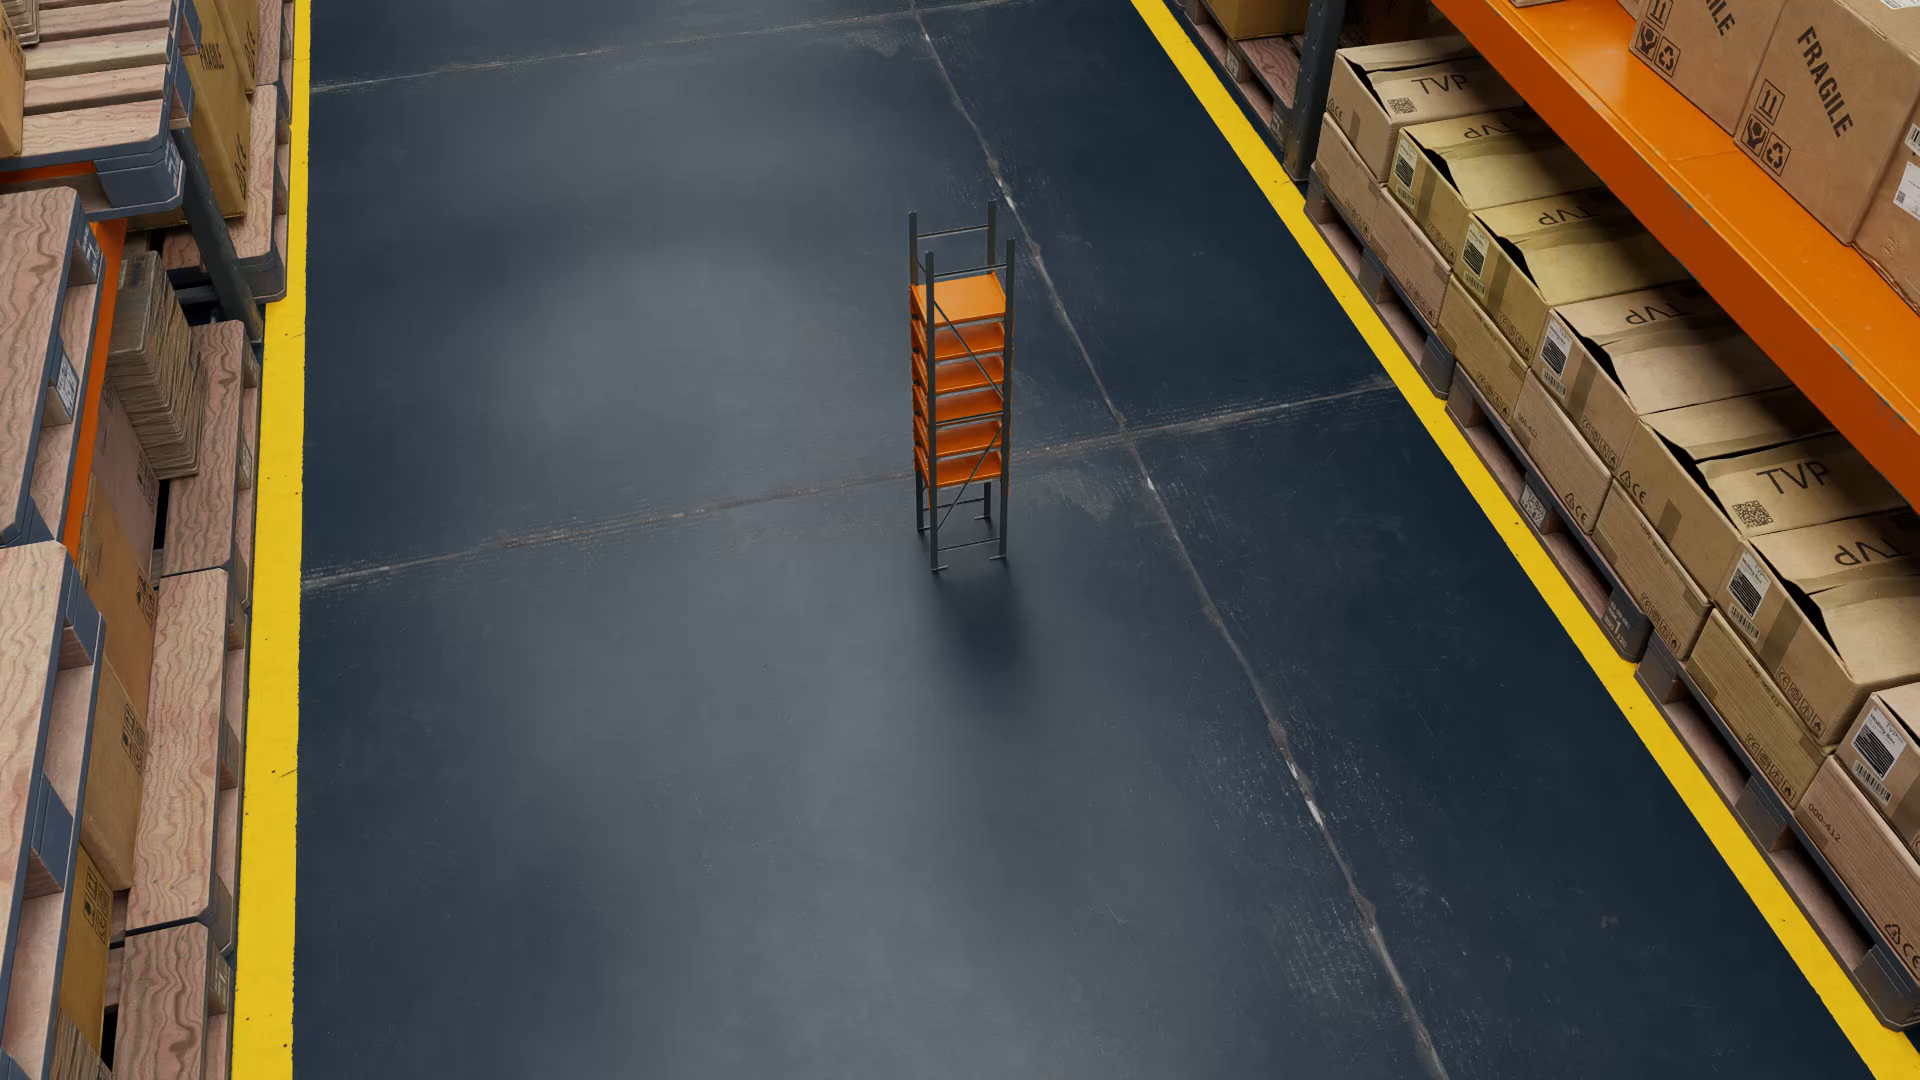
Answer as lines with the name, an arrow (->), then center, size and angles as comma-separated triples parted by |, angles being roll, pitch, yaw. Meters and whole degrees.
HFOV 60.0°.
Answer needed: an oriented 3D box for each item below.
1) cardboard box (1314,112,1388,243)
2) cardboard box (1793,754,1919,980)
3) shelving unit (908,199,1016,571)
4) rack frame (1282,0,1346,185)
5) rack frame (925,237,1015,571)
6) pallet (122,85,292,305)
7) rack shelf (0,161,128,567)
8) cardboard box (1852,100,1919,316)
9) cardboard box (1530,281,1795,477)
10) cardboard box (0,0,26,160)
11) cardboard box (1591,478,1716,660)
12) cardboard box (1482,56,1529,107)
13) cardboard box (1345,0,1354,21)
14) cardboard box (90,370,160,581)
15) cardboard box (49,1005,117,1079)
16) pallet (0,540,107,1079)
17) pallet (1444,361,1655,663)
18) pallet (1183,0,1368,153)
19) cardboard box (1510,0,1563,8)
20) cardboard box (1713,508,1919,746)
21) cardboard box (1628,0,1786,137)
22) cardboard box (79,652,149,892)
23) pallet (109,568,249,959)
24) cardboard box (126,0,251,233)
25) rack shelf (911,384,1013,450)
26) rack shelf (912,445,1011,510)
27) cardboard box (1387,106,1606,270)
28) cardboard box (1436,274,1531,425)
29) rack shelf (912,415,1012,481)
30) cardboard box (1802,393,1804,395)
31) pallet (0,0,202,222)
cardboard box -> 1.652, -1.374, 6.127 | 0.500, 0.250, 0.500 | -11, 47, -10
cardboard box -> 2.440, 0.739, 4.057 | 0.500, 0.250, 0.500 | -11, 47, -11
shelving unit -> 0.004, -0.410, 4.812 | 0.258, 1.200, 0.189 | -11, 47, -10
rack frame -> 1.802, -2.605, 5.702 | 1.000, 3.000, 0.127 | -11, 47, -10
rack frame -> 0.027, -0.347, 4.750 | 0.240, 1.200, 0.006 | -11, 47, -10
pallet -> -3.115, -1.278, 6.355 | 1.003, 0.211, 1.213 | -11, 47, -10
rack shelf -> -2.474, -0.064, 3.716 | 1.077, 0.370, 4.000 | -11, 47, -10
cardboard box -> 2.510, -0.775, 3.839 | 0.500, 0.500, 0.500 | -8, 46, -7
cardboard box -> 2.055, -0.502, 4.880 | 0.500, 0.311, 0.500 | -11, 47, -11
cardboard box -> -2.686, -1.182, 3.930 | 0.700, 0.500, 0.500 | -15, 47, -14
cardboard box -> 2.181, 0.036, 4.745 | 0.500, 0.250, 0.500 | -10, 46, -9
cardboard box -> 2.174, -1.669, 6.024 | 0.500, 0.311, 0.500 | -10, 46, -9
cardboard box -> 1.822, -2.611, 7.150 | 0.500, 0.500, 0.500 | -12, 47, -12
cardboard box -> -2.731, -0.111, 4.701 | 0.700, 0.500, 0.500 | -11, 47, -10
cardboard box -> -2.166, 1.281, 3.336 | 0.700, 0.500, 0.500 | -9, 46, -9
pallet -> -2.017, 0.578, 2.717 | 1.003, 0.211, 1.213 | -11, 47, -10
pallet -> 2.284, -0.212, 5.310 | 1.003, 0.211, 1.213 | -11, 47, -10
pallet -> 1.647, -2.151, 7.210 | 1.003, 0.211, 1.213 | -11, 47, -10
cardboard box -> 1.844, -1.921, 5.094 | 0.500, 0.311, 0.500 | -11, 47, -11
cardboard box -> 2.306, 0.191, 4.201 | 0.500, 0.311, 0.500 | -10, 46, -9
cardboard box -> 2.247, -1.484, 4.534 | 0.500, 0.500, 0.500 | -13, 47, -12
cardboard box -> -2.438, 0.574, 4.030 | 0.700, 0.500, 0.500 | -10, 46, -10
pallet -> -2.478, 0.660, 4.455 | 1.003, 0.211, 1.213 | -11, 47, -10
cardboard box -> -3.047, -1.623, 5.951 | 0.750, 0.750, 0.750 | -11, 47, -11
rack shelf -> 0.004, -0.379, 4.843 | 0.258, 0.103, 0.180 | -11, 47, -10
rack shelf -> 0.004, -0.211, 5.015 | 0.258, 0.103, 0.180 | -11, 47, -10
cardboard box -> 1.795, -1.209, 5.573 | 0.500, 0.311, 0.500 | -12, 47, -11
cardboard box -> 1.921, -0.669, 5.437 | 0.500, 0.250, 0.500 | -12, 47, -11
rack shelf -> 0.004, -0.295, 4.929 | 0.258, 0.103, 0.180 | -11, 47, -10
cardboard box -> 2.566, -0.616, 4.992 | 0.500, 0.311, 0.500 | -10, 46, -9
pallet -> -2.700, -1.157, 4.418 | 1.213, 0.211, 1.003 | -11, 47, -10
